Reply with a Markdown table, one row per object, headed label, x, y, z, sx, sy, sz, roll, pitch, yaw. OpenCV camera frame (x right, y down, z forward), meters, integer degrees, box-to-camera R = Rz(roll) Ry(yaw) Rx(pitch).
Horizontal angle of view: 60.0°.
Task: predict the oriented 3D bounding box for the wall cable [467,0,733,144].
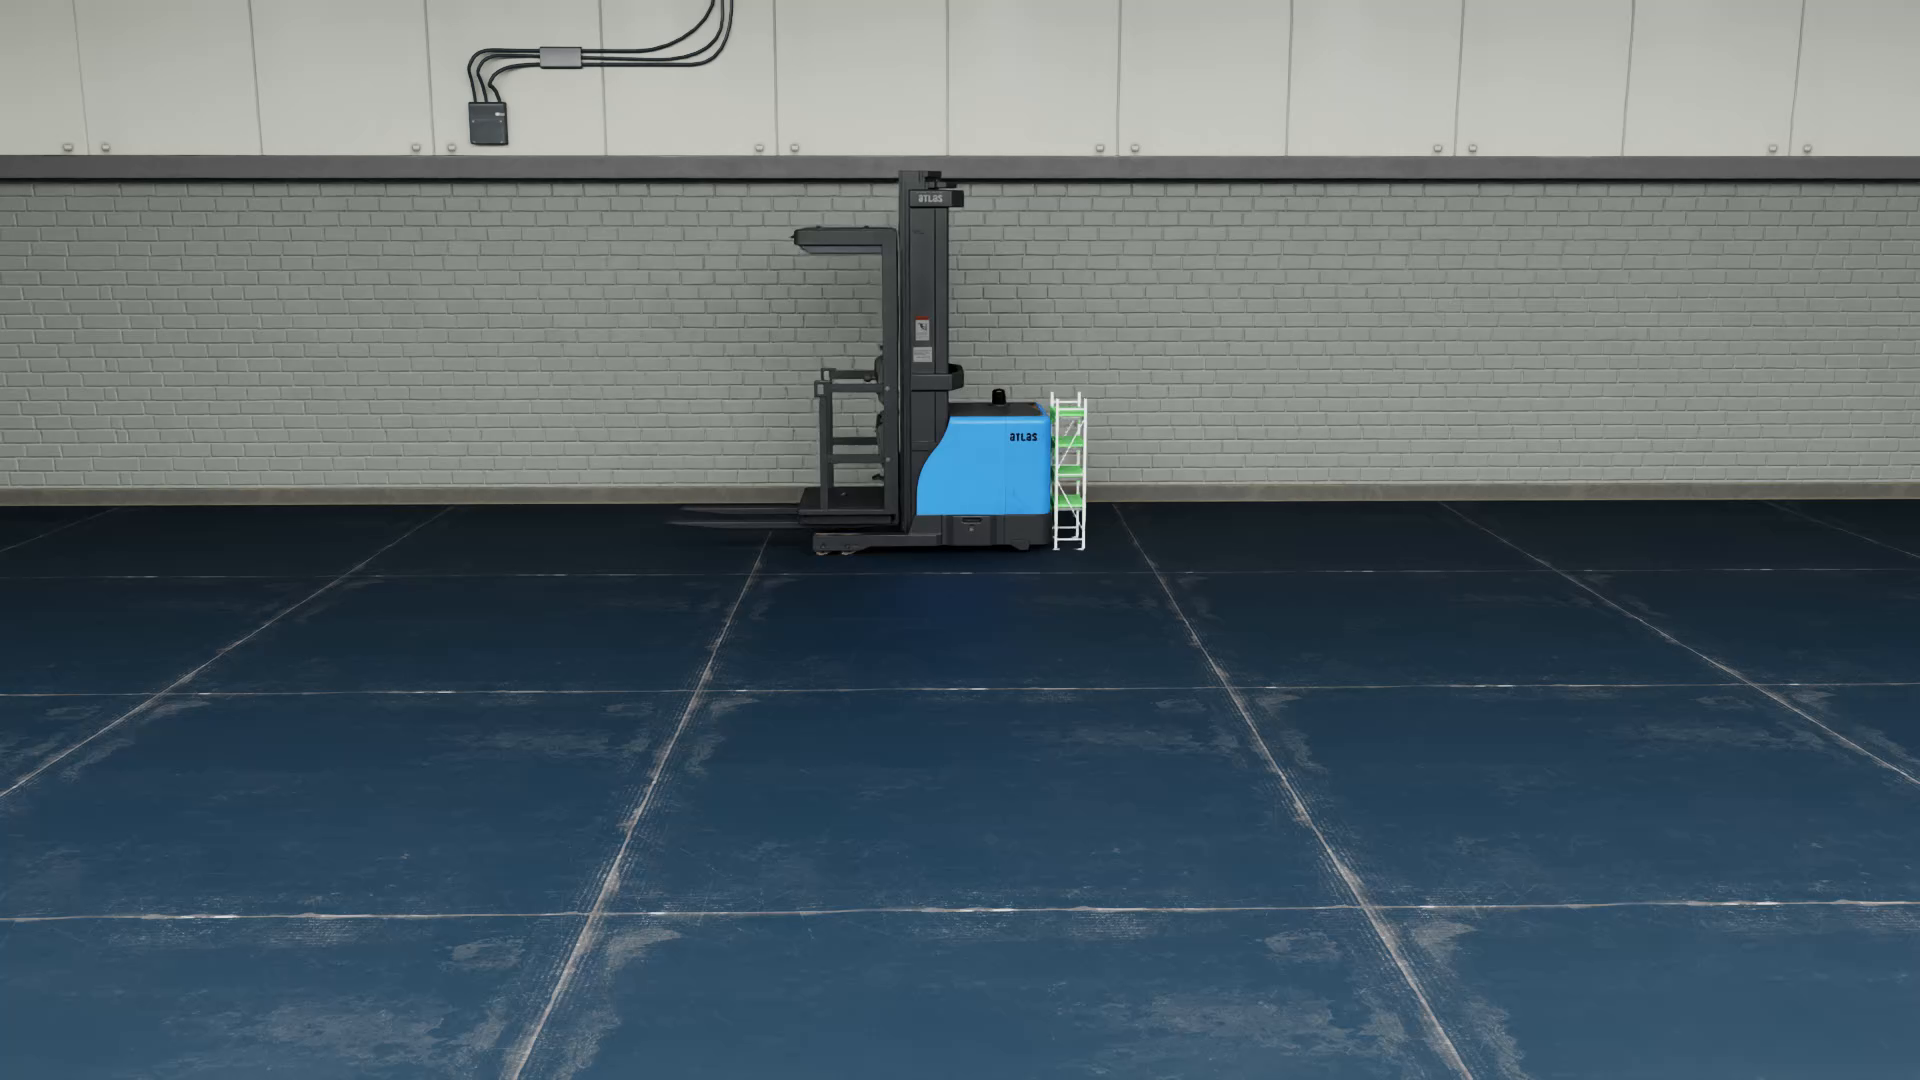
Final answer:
| label | x | y | z | sx | sy | sz | roll | pitch | yaw |
| --- | --- | --- | --- | --- | --- | --- | --- | --- | --- |
| wall cable | -3.105 | -6.400 | 13.918 | 2.305 | 6.003 | 0.169 | 0 | 11 | -1 |

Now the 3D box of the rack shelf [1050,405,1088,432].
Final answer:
| label | x | y | z | sx | sy | sz | roll | pitch | yaw |
| --- | --- | --- | --- | --- | --- | --- | --- | --- | --- |
| rack shelf | 0.862 | -0.969 | 13.222 | 0.258 | 0.148 | 0.480 | 0 | 11 | -2 |

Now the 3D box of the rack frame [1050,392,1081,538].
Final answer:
| label | x | y | z | sx | sy | sz | roll | pitch | yaw |
| --- | --- | --- | --- | --- | --- | --- | --- | --- | --- |
| rack frame | 0.854 | -0.609 | 13.544 | 0.240 | 1.200 | 0.015 | 0 | 11 | -2 |

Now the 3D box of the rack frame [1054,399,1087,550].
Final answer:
| label | x | y | z | sx | sy | sz | roll | pitch | yaw |
| --- | --- | --- | --- | --- | --- | --- | --- | --- | --- |
| rack frame | 0.869 | -0.512 | 13.066 | 0.240 | 1.200 | 0.015 | 0 | 11 | -2 |

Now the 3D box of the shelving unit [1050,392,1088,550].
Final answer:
| label | x | y | z | sx | sy | sz | roll | pitch | yaw |
| --- | --- | --- | --- | --- | --- | --- | --- | --- | --- |
| shelving unit | 0.861 | -0.561 | 13.305 | 0.258 | 1.200 | 0.503 | 0 | 11 | -2 |

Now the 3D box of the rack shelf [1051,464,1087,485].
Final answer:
| label | x | y | z | sx | sy | sz | roll | pitch | yaw |
| --- | --- | --- | --- | --- | --- | --- | --- | --- | --- |
| rack shelf | 0.861 | -0.498 | 13.318 | 0.258 | 0.148 | 0.480 | 0 | 11 | -2 |

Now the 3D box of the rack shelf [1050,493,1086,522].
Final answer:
| label | x | y | z | sx | sy | sz | roll | pitch | yaw |
| --- | --- | --- | --- | --- | --- | --- | --- | --- | --- |
| rack shelf | 0.861 | -0.263 | 13.365 | 0.258 | 0.148 | 0.480 | 0 | 11 | -2 |

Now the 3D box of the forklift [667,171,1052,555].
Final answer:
| label | x | y | z | sx | sy | sz | roll | pitch | yaw |
| --- | --- | --- | --- | --- | --- | --- | --- | --- | --- |
| forklift | -0.805 | -1.425 | 13.213 | 3.031 | 2.935 | 1.130 | 0 | 11 | -2 |

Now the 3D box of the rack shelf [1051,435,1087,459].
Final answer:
| label | x | y | z | sx | sy | sz | roll | pitch | yaw |
| --- | --- | --- | --- | --- | --- | --- | --- | --- | --- |
| rack shelf | 0.861 | -0.733 | 13.270 | 0.258 | 0.148 | 0.480 | 0 | 11 | -2 |
